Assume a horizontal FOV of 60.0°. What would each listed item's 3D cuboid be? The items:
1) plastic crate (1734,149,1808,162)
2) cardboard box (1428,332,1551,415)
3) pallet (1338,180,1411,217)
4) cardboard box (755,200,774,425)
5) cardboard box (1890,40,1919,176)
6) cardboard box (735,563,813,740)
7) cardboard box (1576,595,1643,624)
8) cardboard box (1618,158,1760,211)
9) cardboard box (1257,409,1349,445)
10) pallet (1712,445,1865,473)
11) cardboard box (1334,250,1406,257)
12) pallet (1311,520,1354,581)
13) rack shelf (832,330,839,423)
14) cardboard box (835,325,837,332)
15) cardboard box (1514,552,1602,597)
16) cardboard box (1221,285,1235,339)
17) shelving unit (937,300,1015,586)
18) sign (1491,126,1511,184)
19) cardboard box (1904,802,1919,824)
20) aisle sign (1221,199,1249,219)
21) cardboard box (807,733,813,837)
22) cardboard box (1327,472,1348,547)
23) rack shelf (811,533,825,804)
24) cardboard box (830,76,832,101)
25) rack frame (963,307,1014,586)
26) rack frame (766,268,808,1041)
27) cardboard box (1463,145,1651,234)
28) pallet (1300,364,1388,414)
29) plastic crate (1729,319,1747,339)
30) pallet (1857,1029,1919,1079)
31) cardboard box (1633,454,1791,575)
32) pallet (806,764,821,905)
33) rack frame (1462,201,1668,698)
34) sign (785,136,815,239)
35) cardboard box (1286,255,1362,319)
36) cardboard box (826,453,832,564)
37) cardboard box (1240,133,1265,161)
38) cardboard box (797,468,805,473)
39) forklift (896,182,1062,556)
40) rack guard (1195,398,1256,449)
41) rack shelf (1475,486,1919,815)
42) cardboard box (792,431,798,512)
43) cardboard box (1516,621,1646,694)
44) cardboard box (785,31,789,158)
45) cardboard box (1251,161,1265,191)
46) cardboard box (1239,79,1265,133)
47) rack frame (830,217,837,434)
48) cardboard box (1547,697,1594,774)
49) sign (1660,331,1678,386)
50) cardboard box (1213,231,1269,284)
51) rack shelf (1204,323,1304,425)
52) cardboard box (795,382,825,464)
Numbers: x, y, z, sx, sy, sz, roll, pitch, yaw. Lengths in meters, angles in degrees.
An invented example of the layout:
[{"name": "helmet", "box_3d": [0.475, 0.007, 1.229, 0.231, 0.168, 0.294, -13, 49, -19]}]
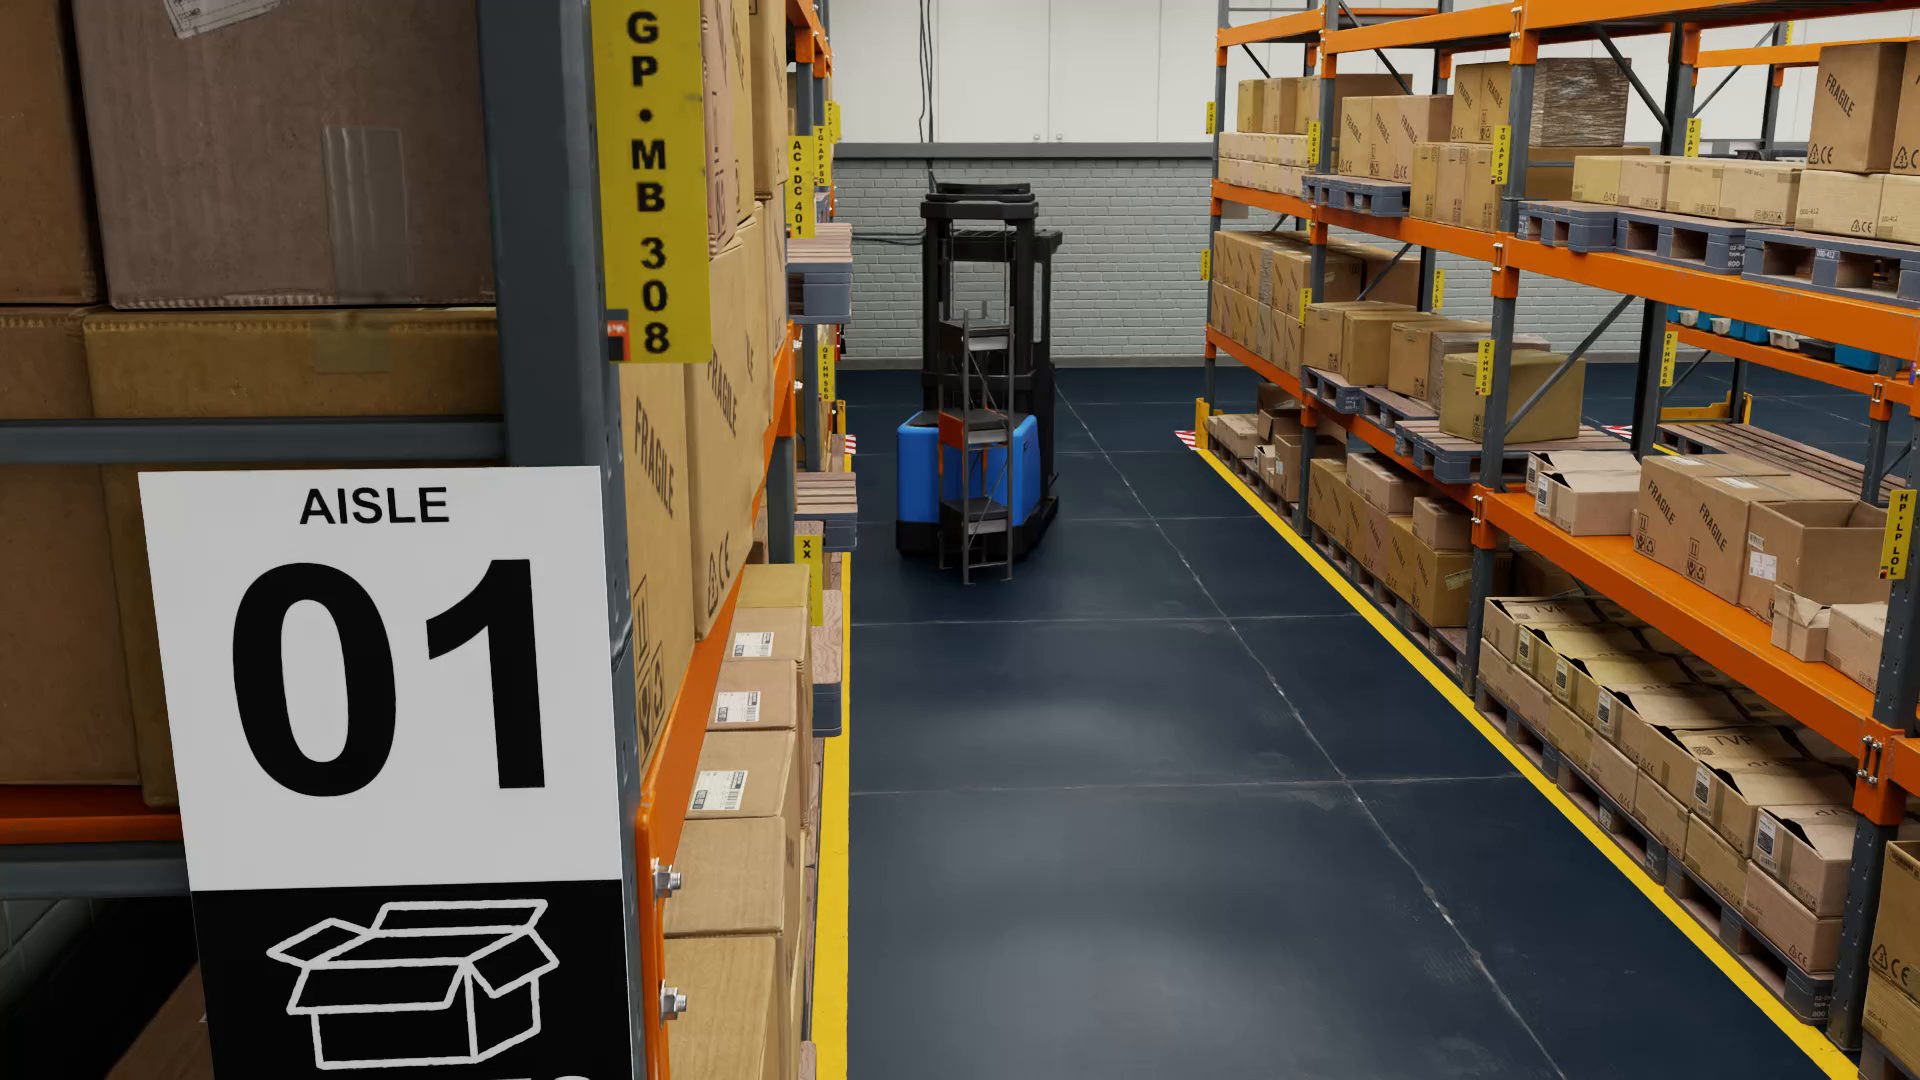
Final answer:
[{"name": "plastic crate", "box_3d": [7.900, -3.605, 16.123, 0.504, 0.338, 0.767, -1, 14, -3]}, {"name": "cardboard box", "box_3d": [3.614, -1.139, 11.388, 0.700, 0.500, 0.500, 2, 15, 7]}, {"name": "pallet", "box_3d": [3.421, -2.437, 11.835, 1.213, 0.211, 1.003, -1, 14, -3]}, {"name": "cardboard box", "box_3d": [-0.696, -0.555, 3.903, 0.500, 0.500, 0.500, -1, 15, -6]}, {"name": "cardboard box", "box_3d": [3.880, -1.607, 6.187, 0.500, 0.500, 0.500, -1, 14, -3]}, {"name": "cardboard box", "box_3d": [-0.727, 0.383, 5.273, 0.500, 0.500, 0.500, -1, 14, -4]}, {"name": "cardboard box", "box_3d": [3.910, 0.482, 9.685, 0.500, 0.311, 0.500, -1, 14, -2]}, {"name": "cardboard box", "box_3d": [3.766, -1.843, 8.607, 0.500, 0.250, 0.500, 0, 14, -2]}, {"name": "cardboard box", "box_3d": [3.262, -0.968, 15.894, 0.797, 0.503, 0.637, -1, 14, -3]}, {"name": "pallet", "box_3d": [8.165, -0.708, 16.354, 1.003, 0.211, 1.213, -1, 14, -3]}, {"name": "cardboard box", "box_3d": [3.603, -2.279, 14.656, 0.500, 0.500, 0.500, -1, 14, -5]}, {"name": "pallet", "box_3d": [3.472, 0.056, 13.386, 1.003, 0.211, 1.213, -1, 14, -3]}, {"name": "rack shelf", "box_3d": [-1.684, -1.568, 15.544, 1.077, 0.370, 4.000, -1, 14, -3]}, {"name": "cardboard box", "box_3d": [-1.767, -2.432, 16.858, 0.980, 0.700, 0.700, 0, 14, -1]}, {"name": "cardboard box", "box_3d": [3.888, 0.378, 10.669, 0.500, 0.500, 0.500, 0, 14, -1]}, {"name": "cardboard box", "box_3d": [2.937, -2.297, 16.733, 0.500, 0.500, 0.500, -1, 14, -4]}, {"name": "shelving unit", "box_3d": [0.116, -0.745, 12.708, 0.431, 2.100, 0.503, -6, 16, -23]}, {"name": "sign", "box_3d": [3.090, -2.197, 9.487, 0.100, 0.325, 0.005, -1, 14, -3]}, {"name": "cardboard box", "box_3d": [4.102, 1.243, 6.724, 0.500, 0.311, 0.500, -1, 14, -3]}, {"name": "aisle sign", "box_3d": [2.838, -3.763, 17.413, 0.394, 0.787, 0.004, -1, 14, -3]}, {"name": "cardboard box", "box_3d": [-0.733, 0.747, 5.365, 0.500, 0.250, 0.500, -1, 14, -3]}, {"name": "cardboard box", "box_3d": [3.214, -0.242, 13.082, 0.500, 0.500, 0.500, -1, 14, -3]}, {"name": "rack shelf", "box_3d": [-1.189, 0.422, 7.811, 1.077, 0.370, 4.000, -1, 14, -3]}, {"name": "cardboard box", "box_3d": [-1.430, -3.977, 15.195, 0.500, 0.500, 0.500, -2, 15, -6]}, {"name": "rack frame", "box_3d": [0.213, -0.689, 12.491, 0.400, 2.100, 0.015, -6, 16, -23]}, {"name": "rack frame", "box_3d": [-1.065, 0.571, 5.788, 1.000, 3.000, 0.127, -1, 14, -3]}, {"name": "cardboard box", "box_3d": [3.571, -2.111, 9.989, 0.910, 0.500, 0.500, -1, 14, -3]}, {"name": "pallet", "box_3d": [3.324, -1.203, 13.067, 1.003, 0.211, 1.213, -1, 14, -3]}, {"name": "plastic crate", "box_3d": [7.848, -2.121, 16.464, 0.416, 0.233, 0.300, -1, 14, -3]}, {"name": "pallet", "box_3d": [3.887, 2.042, 5.665, 1.003, 0.211, 1.213, -1, 14, -3]}, {"name": "cardboard box", "box_3d": [3.752, -0.133, 8.322, 0.500, 0.500, 0.500, -2, 15, -6]}, {"name": "pallet", "box_3d": [-1.193, 1.423, 8.070, 1.003, 0.211, 1.213, -1, 14, -3]}, {"name": "rack frame", "box_3d": [3.631, -0.501, 9.956, 1.000, 3.000, 0.127, -1, 14, -3]}, {"name": "sign", "box_3d": [-0.524, -1.143, 5.390, 0.100, 0.325, 0.005, -1, 14, -3]}, {"name": "cardboard box", "box_3d": [3.094, -2.151, 14.158, 0.500, 0.500, 0.500, -1, 14, -3]}, {"name": "cardboard box", "box_3d": [-1.332, -0.200, 12.257, 0.750, 0.750, 0.750, 0, 14, -2]}, {"name": "cardboard box", "box_3d": [2.969, -3.733, 15.792, 0.500, 0.250, 0.500, -1, 14, -3]}, {"name": "cardboard box", "box_3d": [-1.102, -0.398, 10.016, 0.380, 0.149, 0.250, -1, 14, -4]}, {"name": "forklift", "box_3d": [0.276, -1.614, 14.418, 1.130, 2.935, 3.031, 3, 15, 11]}, {"name": "rack guard", "box_3d": [3.140, -1.262, 17.926, 1.175, 0.500, 0.348, -1, 14, -3]}, {"name": "rack shelf", "box_3d": [3.755, 0.344, 8.112, 1.077, 0.370, 4.000, -1, 14, -3]}, {"name": "cardboard box", "box_3d": [-1.212, -0.430, 8.595, 0.700, 0.500, 0.500, -2, 15, -9]}, {"name": "cardboard box", "box_3d": [3.412, 0.620, 9.145, 0.500, 0.311, 0.500, -1, 14, -5]}, {"name": "cardboard box", "box_3d": [-0.763, -1.304, 4.807, 0.500, 0.500, 0.500, -2, 15, -8]}, {"name": "cardboard box", "box_3d": [3.002, -3.366, 15.371, 0.500, 0.250, 0.500, -1, 14, -3]}, {"name": "cardboard box", "box_3d": [3.130, -4.223, 16.194, 0.700, 0.500, 0.500, -1, 14, -3]}, {"name": "rack frame", "box_3d": [-1.808, -2.414, 17.388, 1.000, 3.000, 0.127, -1, 14, -3]}, {"name": "cardboard box", "box_3d": [3.441, 1.016, 8.734, 0.500, 0.250, 0.500, -1, 14, -5]}, {"name": "sign", "box_3d": [4.185, -1.072, 9.848, 0.100, 0.325, 0.005, -1, 14, -3]}, {"name": "cardboard box", "box_3d": [2.900, -2.909, 17.107, 0.500, 0.500, 0.500, 0, 14, -2]}, {"name": "rack shelf", "box_3d": [3.260, -1.645, 15.845, 1.077, 0.370, 4.000, -1, 14, -3]}, {"name": "cardboard box", "box_3d": [-1.087, -0.751, 10.088, 0.500, 0.500, 0.500, 0, 14, -2]}]
